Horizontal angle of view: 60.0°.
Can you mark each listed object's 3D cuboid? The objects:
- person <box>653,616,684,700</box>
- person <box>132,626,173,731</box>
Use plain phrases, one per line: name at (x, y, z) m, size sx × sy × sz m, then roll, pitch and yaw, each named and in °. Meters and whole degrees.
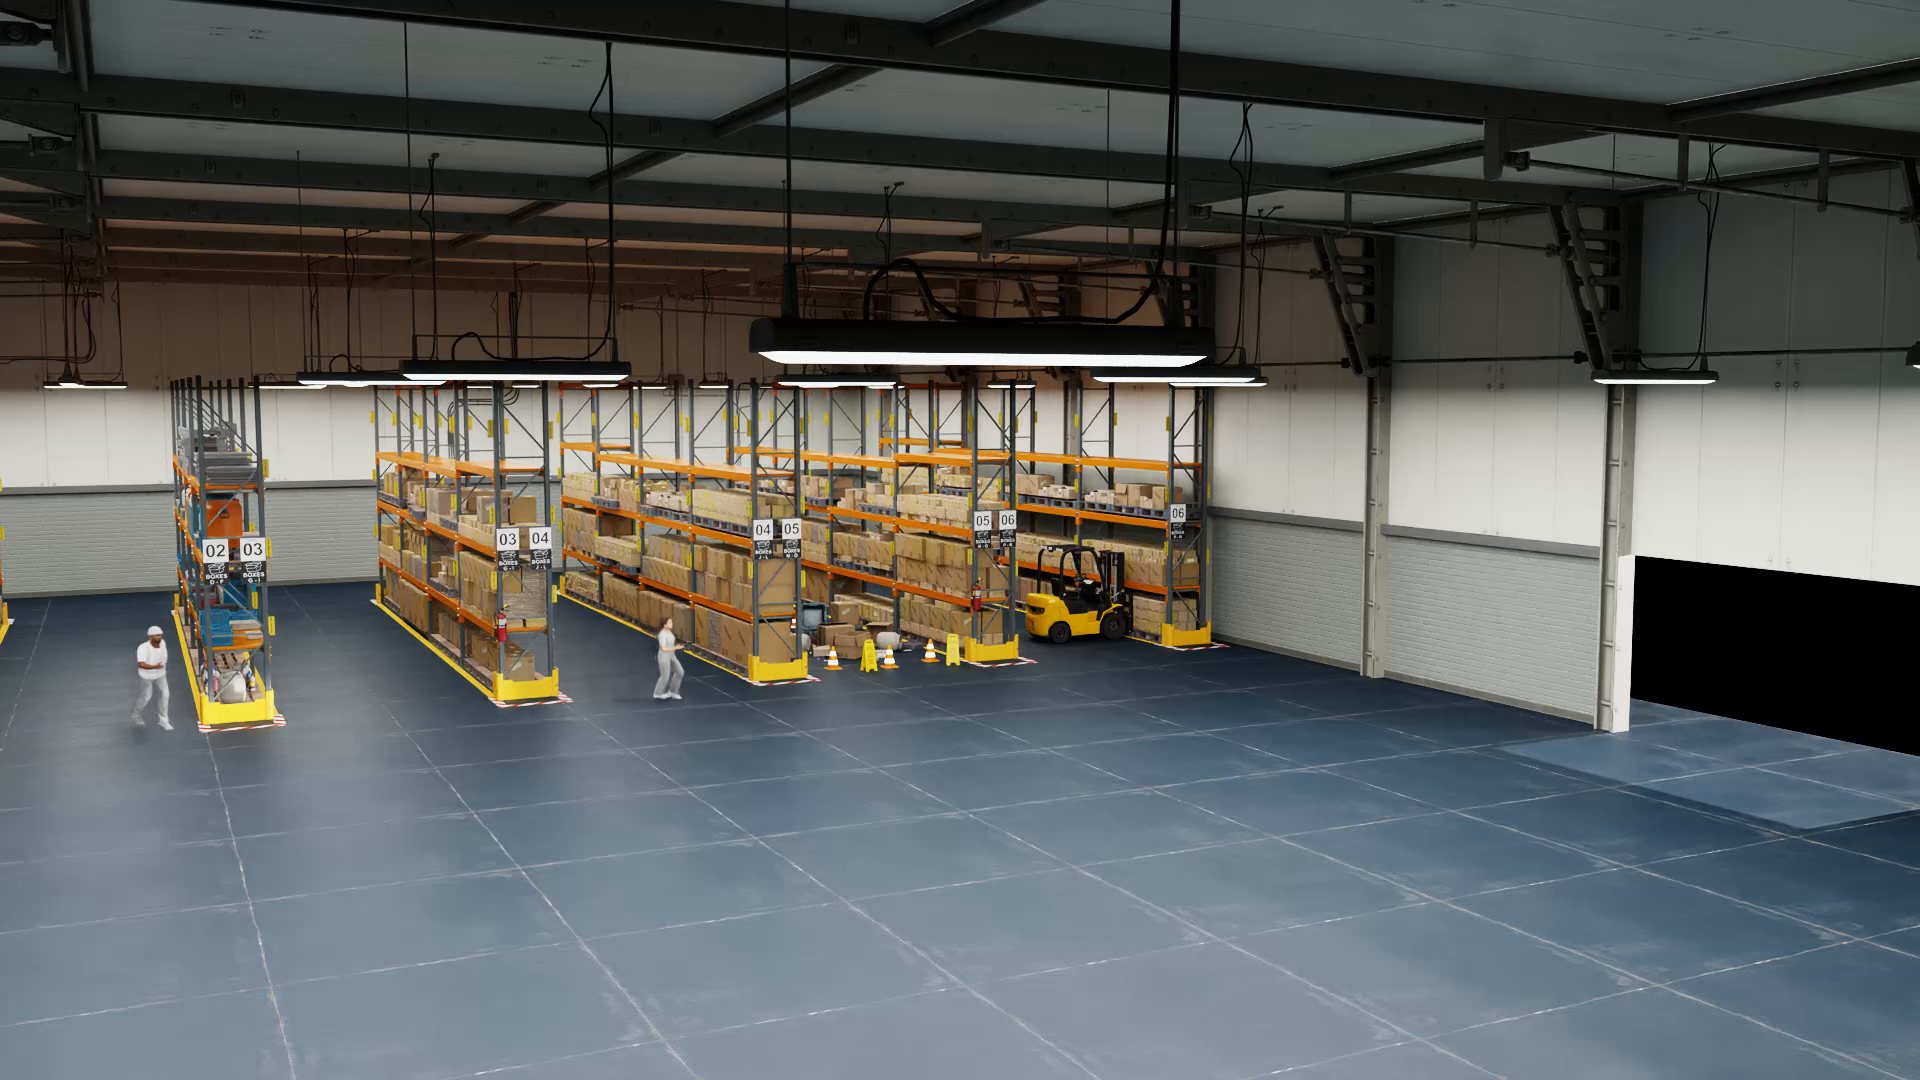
person at (-5.398, 2.197, 30.693) m, size 0.712 × 1.639 × 0.729 m, roll 1°, pitch 5°, yaw 14°
person at (-13.678, 2.345, 28.184) m, size 1.028 × 1.790 × 0.641 m, roll 3°, pitch 6°, yaw 29°
